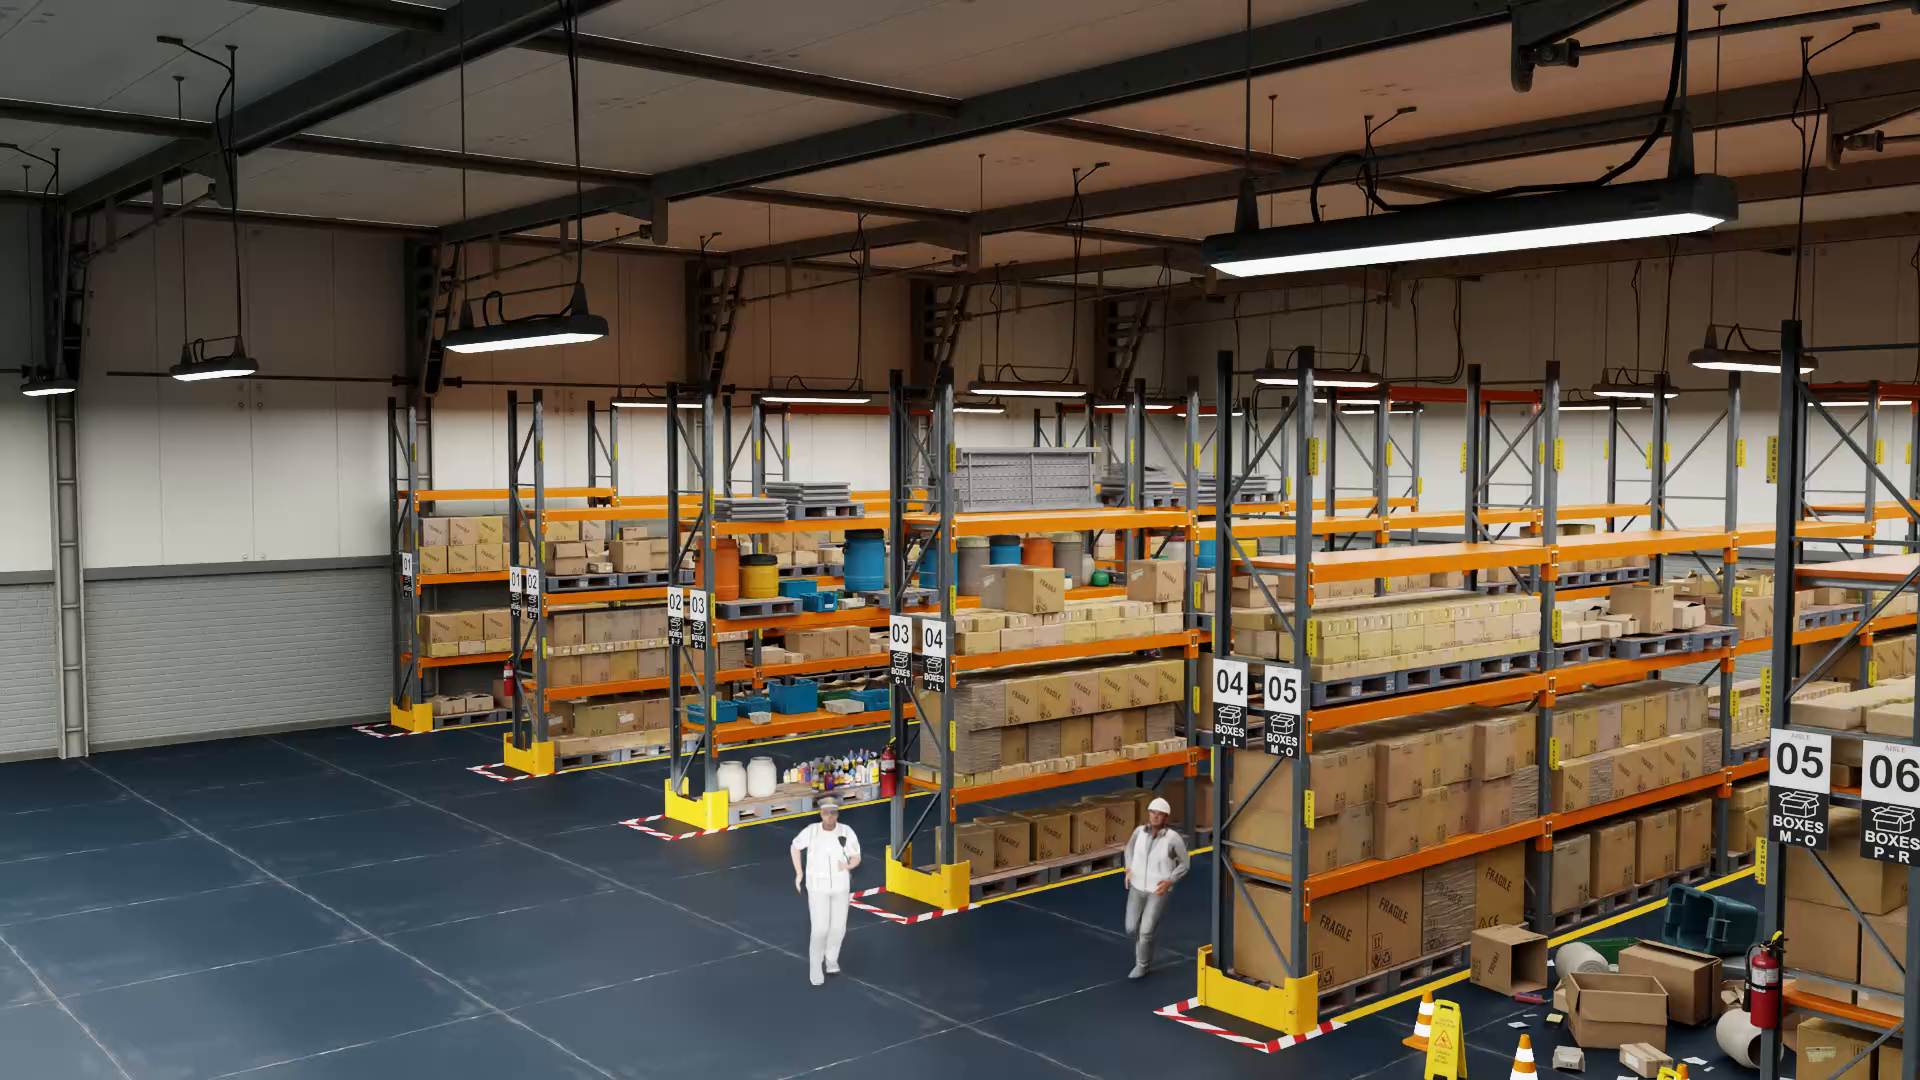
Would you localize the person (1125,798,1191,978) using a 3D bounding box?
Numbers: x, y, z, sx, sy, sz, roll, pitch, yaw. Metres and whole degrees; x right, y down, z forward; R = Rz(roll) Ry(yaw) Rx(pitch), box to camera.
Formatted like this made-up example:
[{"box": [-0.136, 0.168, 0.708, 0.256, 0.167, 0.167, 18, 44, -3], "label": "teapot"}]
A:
[{"box": [1.911, 3.376, 16.190, 0.704, 1.751, 0.545, 2, 4, 27], "label": "person"}]

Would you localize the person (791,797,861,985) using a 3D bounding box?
[{"box": [-1.261, 3.355, 15.942, 0.638, 1.810, 0.722, -1, 3, -15], "label": "person"}]

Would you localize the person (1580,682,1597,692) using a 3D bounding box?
[{"box": [9.179, 2.902, 24.492, 0.599, 1.651, 0.562, 3, 4, 38], "label": "person"}]
